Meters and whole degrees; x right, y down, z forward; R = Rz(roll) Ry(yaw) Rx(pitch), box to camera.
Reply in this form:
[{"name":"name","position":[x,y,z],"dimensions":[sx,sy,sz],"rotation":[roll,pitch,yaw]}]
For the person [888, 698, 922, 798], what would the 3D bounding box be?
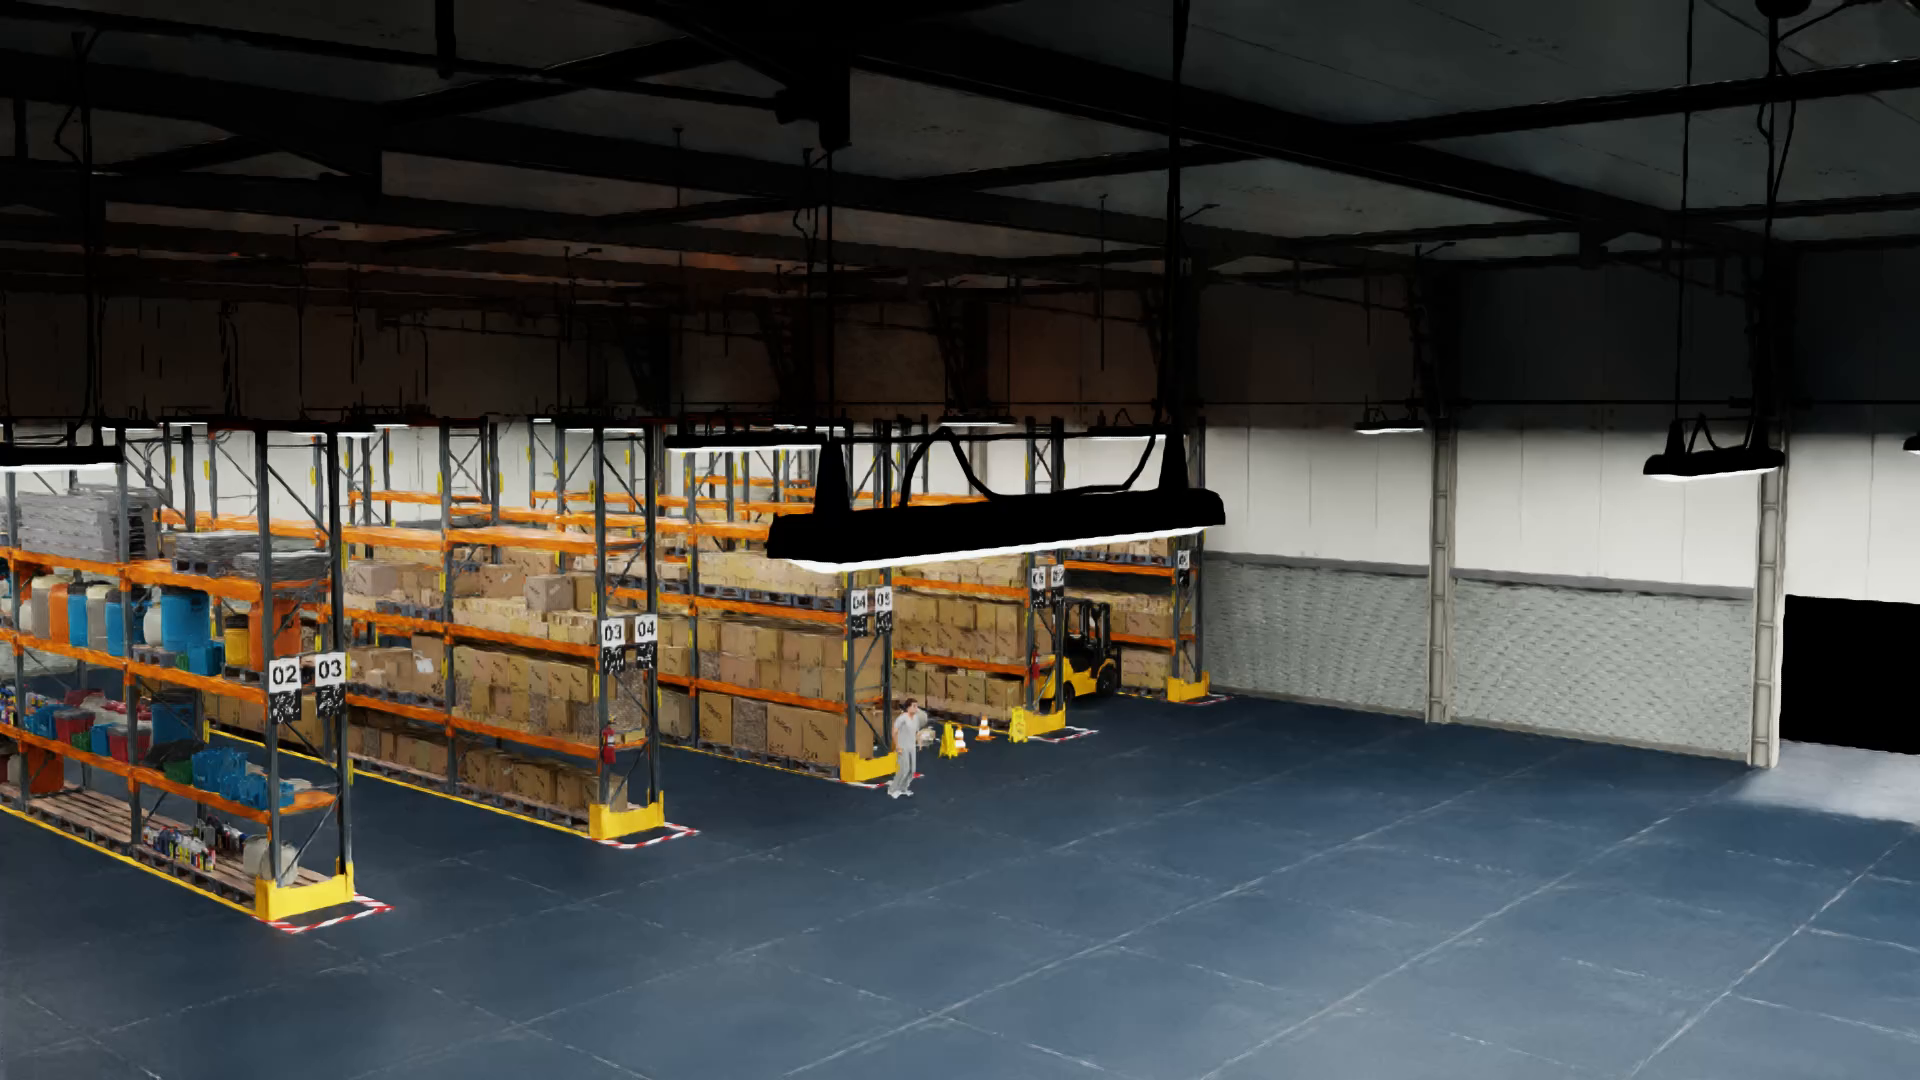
[{"name":"person","position":[-0.876,3.326,26.637],"dimensions":[0.507,1.601,0.580],"rotation":[4,6,39]}]
